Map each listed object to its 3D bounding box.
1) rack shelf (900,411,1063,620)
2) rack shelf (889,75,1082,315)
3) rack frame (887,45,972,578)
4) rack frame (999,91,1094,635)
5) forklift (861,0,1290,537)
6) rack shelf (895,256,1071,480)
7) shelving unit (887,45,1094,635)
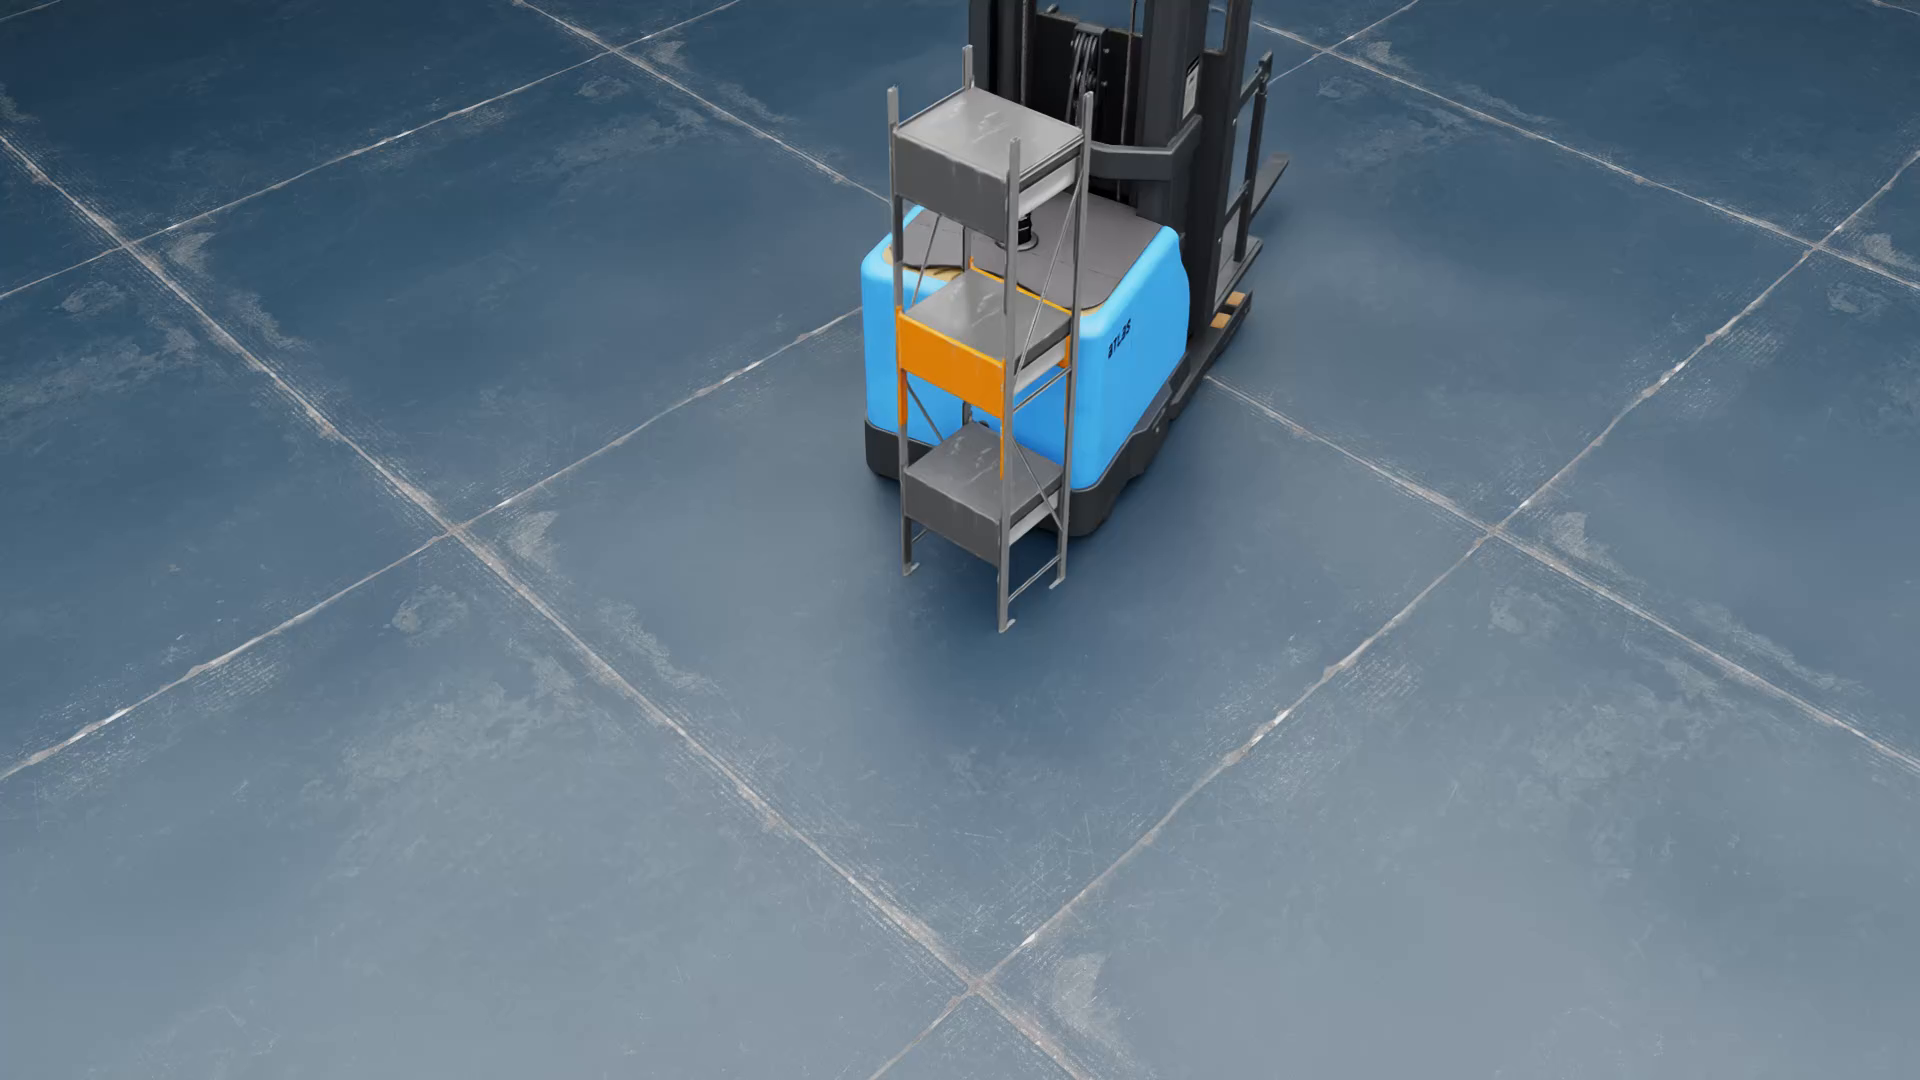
[{"bbox_3d":[0.094,-0.099,6.361,0.480,0.518,0.431,30,50,28],"label":"rack shelf"},{"bbox_3d":[0.094,-1.127,5.411,0.480,0.518,0.431,30,50,28],"label":"rack shelf"},{"bbox_3d":[-0.093,-0.729,5.992,0.015,2.100,0.400,30,50,28],"label":"rack frame"},{"bbox_3d":[0.281,-0.517,5.762,0.015,2.100,0.400,30,50,28],"label":"rack frame"},{"bbox_3d":[0.719,-2.089,6.851,1.130,2.935,3.031,19,46,19],"label":"forklift"},{"bbox_3d":[0.094,-0.613,5.886,0.480,0.518,0.431,30,50,28],"label":"rack shelf"},{"bbox_3d":[0.094,-0.623,5.877,0.503,2.100,0.431,30,50,28],"label":"shelving unit"}]
